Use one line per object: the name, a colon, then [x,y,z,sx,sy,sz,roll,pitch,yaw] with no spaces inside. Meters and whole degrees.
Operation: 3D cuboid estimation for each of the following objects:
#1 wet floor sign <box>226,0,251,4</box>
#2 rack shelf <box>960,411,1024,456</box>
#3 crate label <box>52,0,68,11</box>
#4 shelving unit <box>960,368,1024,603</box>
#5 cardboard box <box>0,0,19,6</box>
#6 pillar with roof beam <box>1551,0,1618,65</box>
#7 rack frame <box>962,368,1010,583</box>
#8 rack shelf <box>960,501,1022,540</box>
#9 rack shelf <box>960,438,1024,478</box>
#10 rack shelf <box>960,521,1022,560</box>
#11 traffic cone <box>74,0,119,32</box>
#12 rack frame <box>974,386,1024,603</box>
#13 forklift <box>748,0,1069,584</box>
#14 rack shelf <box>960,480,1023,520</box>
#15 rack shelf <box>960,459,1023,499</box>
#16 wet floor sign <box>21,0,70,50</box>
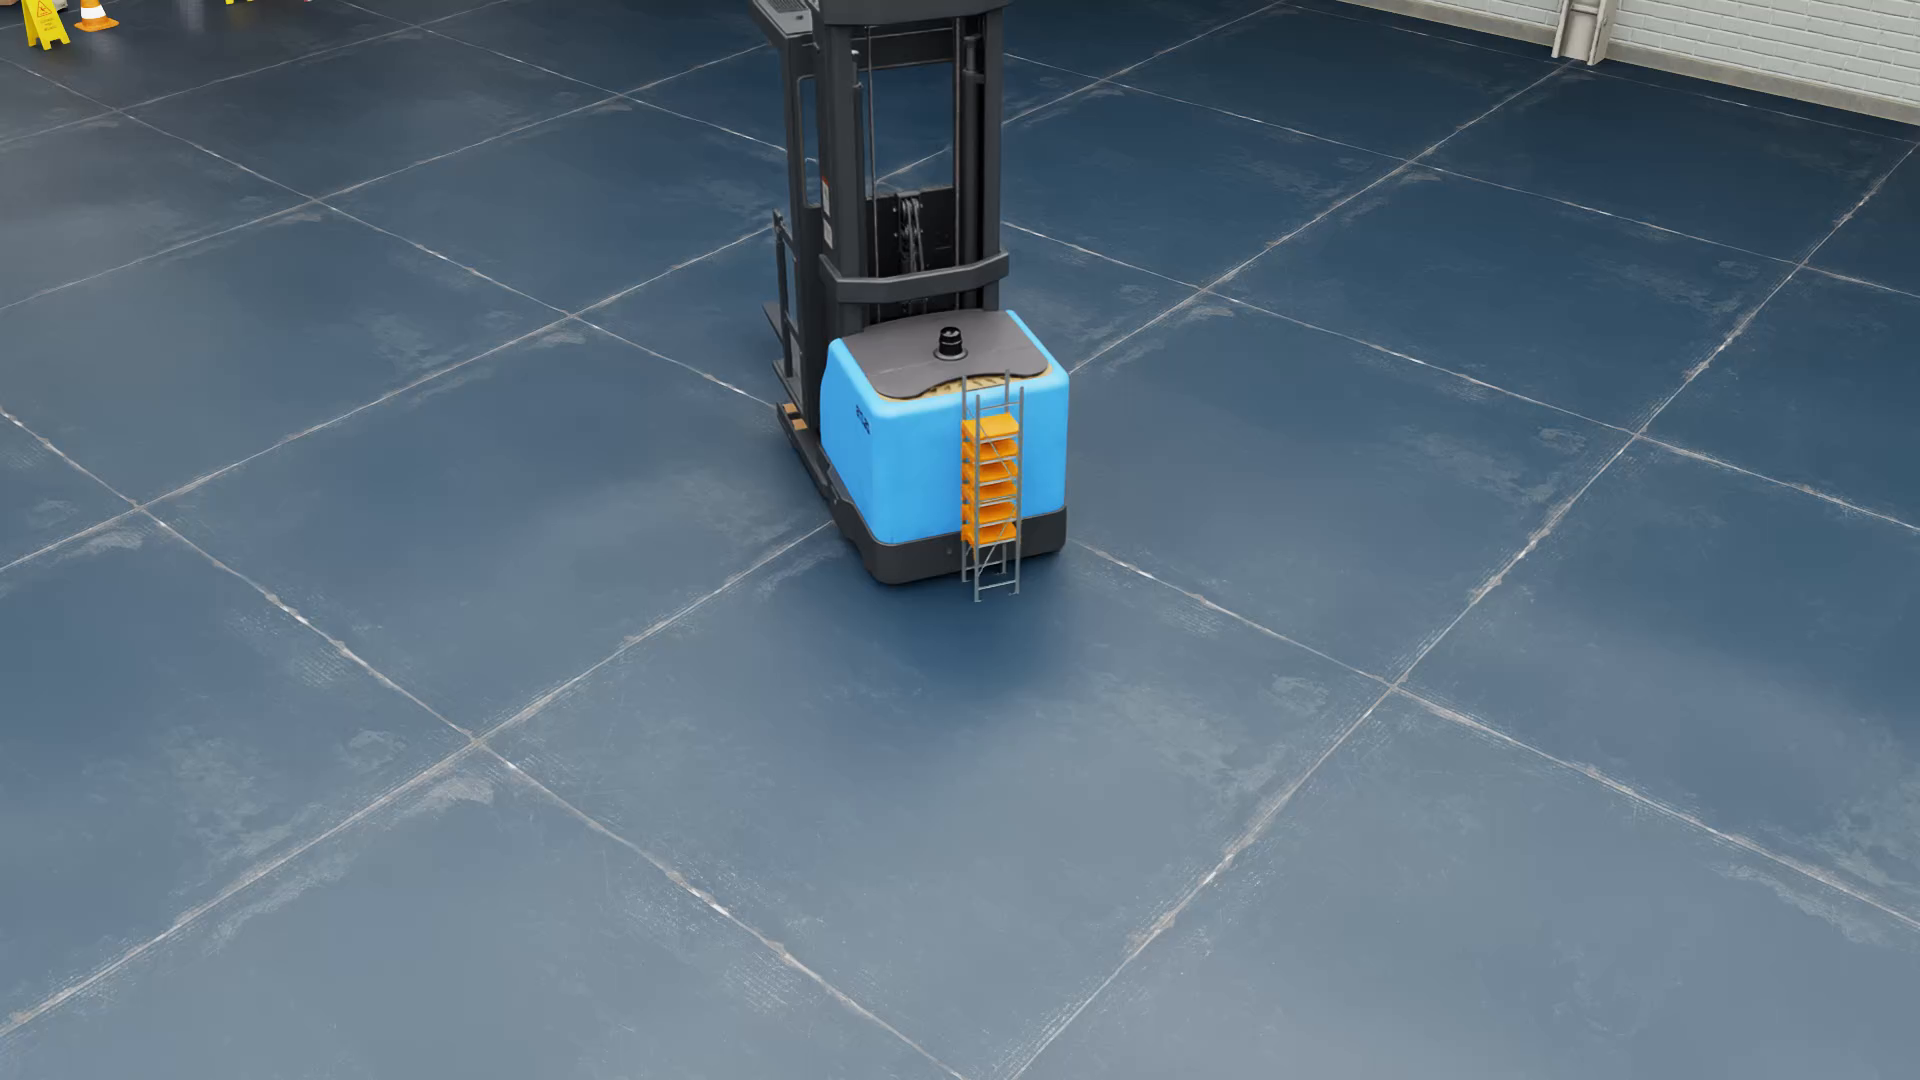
wet floor sign: [-7.281,-5.722,16.594,0.267,0.644,0.232,-18,38,-25]
rack shelf: [0.154,-0.510,7.957,0.258,0.103,0.180,-12,36,-16]
crate label: [-8.991,-5.293,16.419,0.298,0.136,0.250,6,35,8]
shelving unit: [0.154,-0.250,8.136,0.258,1.200,0.189,-12,36,-16]
cardboard box: [-9.712,-5.733,16.735,0.637,0.503,0.797,0,34,0]
pillar with roof beam: [2.940,-6.286,10.036,0.400,9.000,9.100,25,42,32]
rack frame: [0.123,-0.298,8.207,0.240,1.200,0.006,-12,36,-16]
rack shelf: [0.154,-0.114,8.229,0.258,0.103,0.180,-12,36,-16]
rack shelf: [0.154,-0.411,8.025,0.258,0.103,0.180,-12,36,-16]
rack shelf: [0.154,-0.015,8.297,0.258,0.103,0.180,-12,36,-16]
traffic cone: [-8.347,-5.170,15.951,0.334,0.463,0.336,25,42,32]
rack frame: [0.185,-0.201,8.065,0.240,1.200,0.006,-12,36,-16]
forklift: [-0.430,-1.816,8.887,1.130,2.935,3.031,-12,36,-16]
rack shelf: [0.154,-0.213,8.161,0.258,0.103,0.180,-12,36,-16]
rack shelf: [0.154,-0.312,8.093,0.258,0.103,0.180,-12,36,-16]
wet floor sign: [-8.543,-4.917,15.422,0.232,0.644,0.267,18,38,24]
